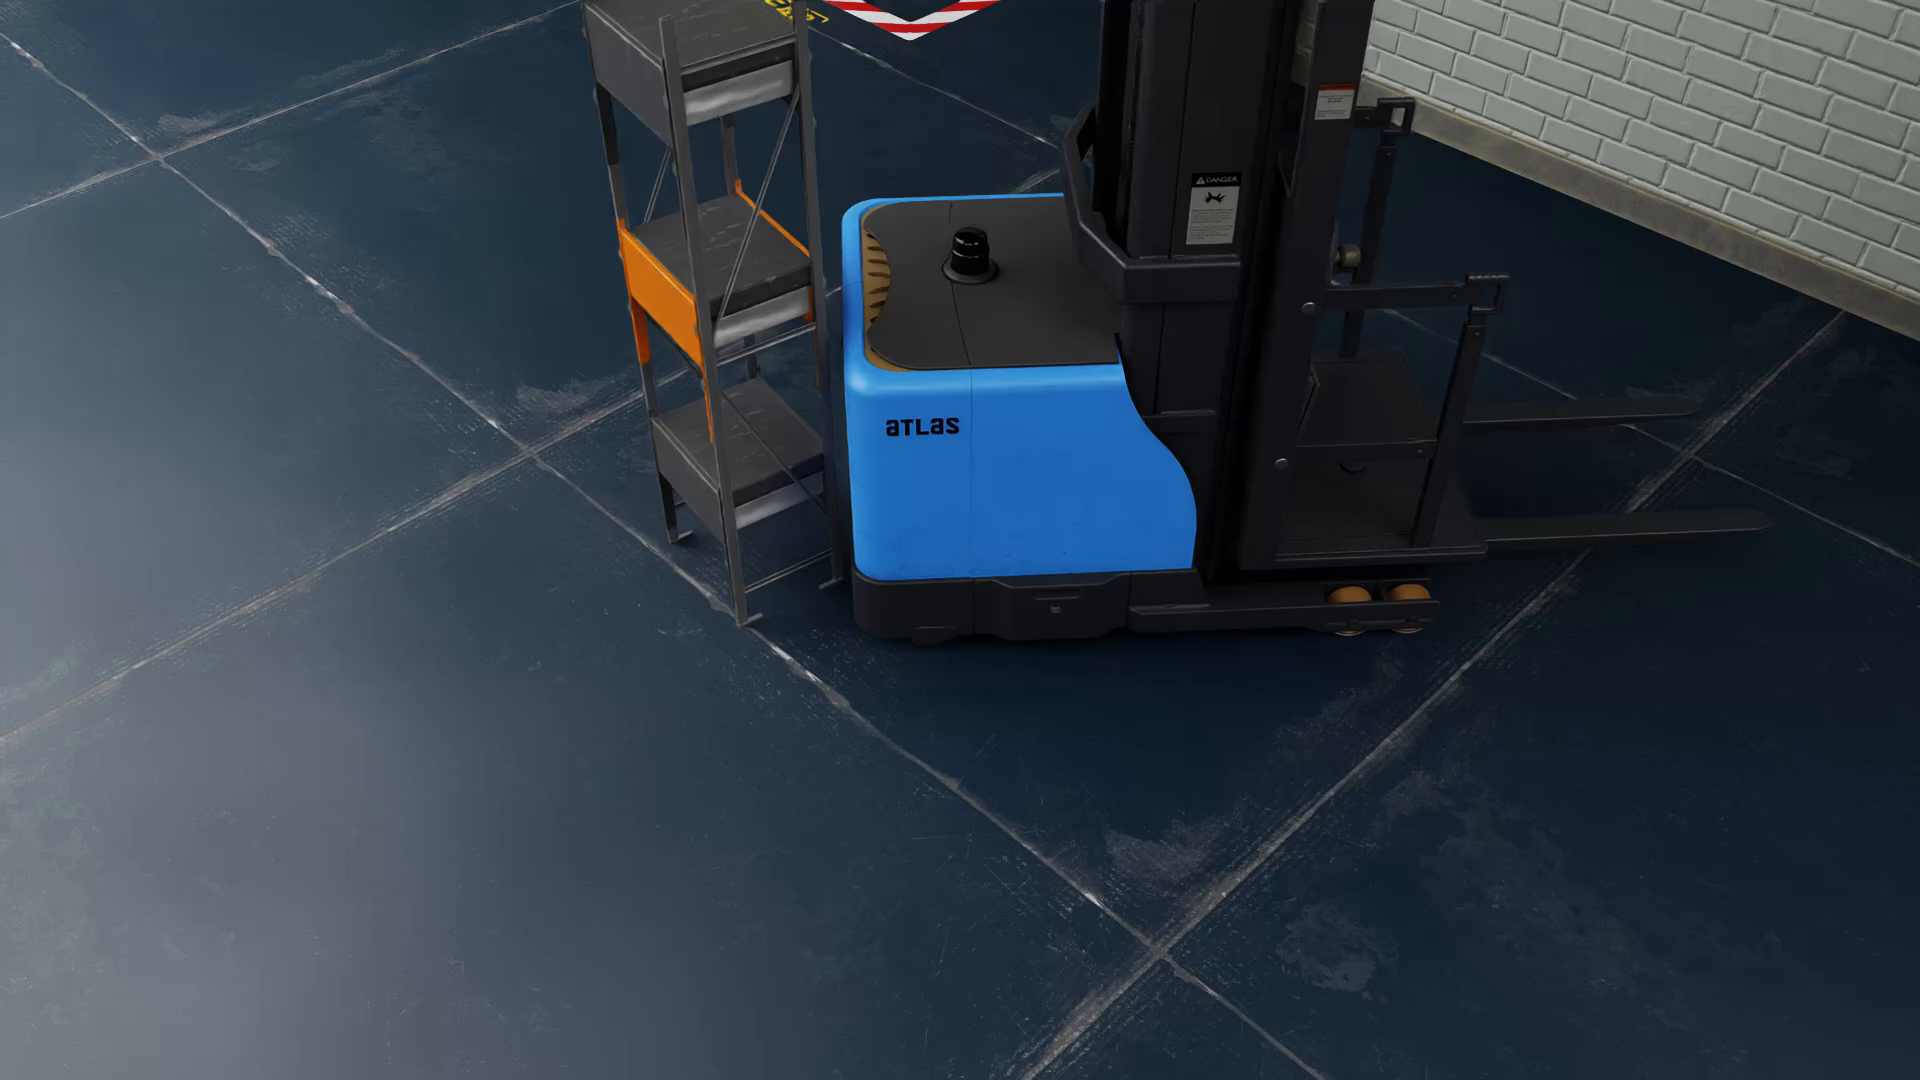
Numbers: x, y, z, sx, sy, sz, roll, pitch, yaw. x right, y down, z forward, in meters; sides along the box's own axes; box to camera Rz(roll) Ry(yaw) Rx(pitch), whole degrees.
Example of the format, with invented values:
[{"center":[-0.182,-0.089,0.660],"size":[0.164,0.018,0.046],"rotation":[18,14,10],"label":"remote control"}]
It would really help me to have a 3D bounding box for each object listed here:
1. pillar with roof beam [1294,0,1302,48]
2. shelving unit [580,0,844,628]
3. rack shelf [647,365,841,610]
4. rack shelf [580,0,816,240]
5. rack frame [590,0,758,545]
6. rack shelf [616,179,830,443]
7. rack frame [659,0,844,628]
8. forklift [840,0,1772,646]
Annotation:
[{"center":[-1.655,-3.562,2.974],"size":[9.100,9.000,0.400],"rotation":[-34,53,-31],"label":"pillar with roof beam"},{"center":[-0.699,-0.700,4.960],"size":[0.431,2.100,0.503],"rotation":[-25,48,-25],"label":"shelving unit"},{"center":[-0.699,-0.175,5.444],"size":[0.431,0.518,0.480],"rotation":[-25,48,-25],"label":"rack shelf"},{"center":[-0.699,-1.204,4.494],"size":[0.431,0.518,0.480],"rotation":[-25,48,-25],"label":"rack shelf"},{"center":[-0.837,-0.836,5.107],"size":[0.400,2.100,0.015],"rotation":[-25,48,-25],"label":"rack frame"},{"center":[-0.699,-0.689,4.969],"size":[0.431,0.518,0.480],"rotation":[-25,48,-25],"label":"rack shelf"},{"center":[-0.560,-0.563,4.812],"size":[0.400,2.100,0.015],"rotation":[-25,48,-25],"label":"rack frame"},{"center":[1.145,-1.124,4.806],"size":[3.031,2.935,1.130],"rotation":[-2,43,-3],"label":"forklift"}]
